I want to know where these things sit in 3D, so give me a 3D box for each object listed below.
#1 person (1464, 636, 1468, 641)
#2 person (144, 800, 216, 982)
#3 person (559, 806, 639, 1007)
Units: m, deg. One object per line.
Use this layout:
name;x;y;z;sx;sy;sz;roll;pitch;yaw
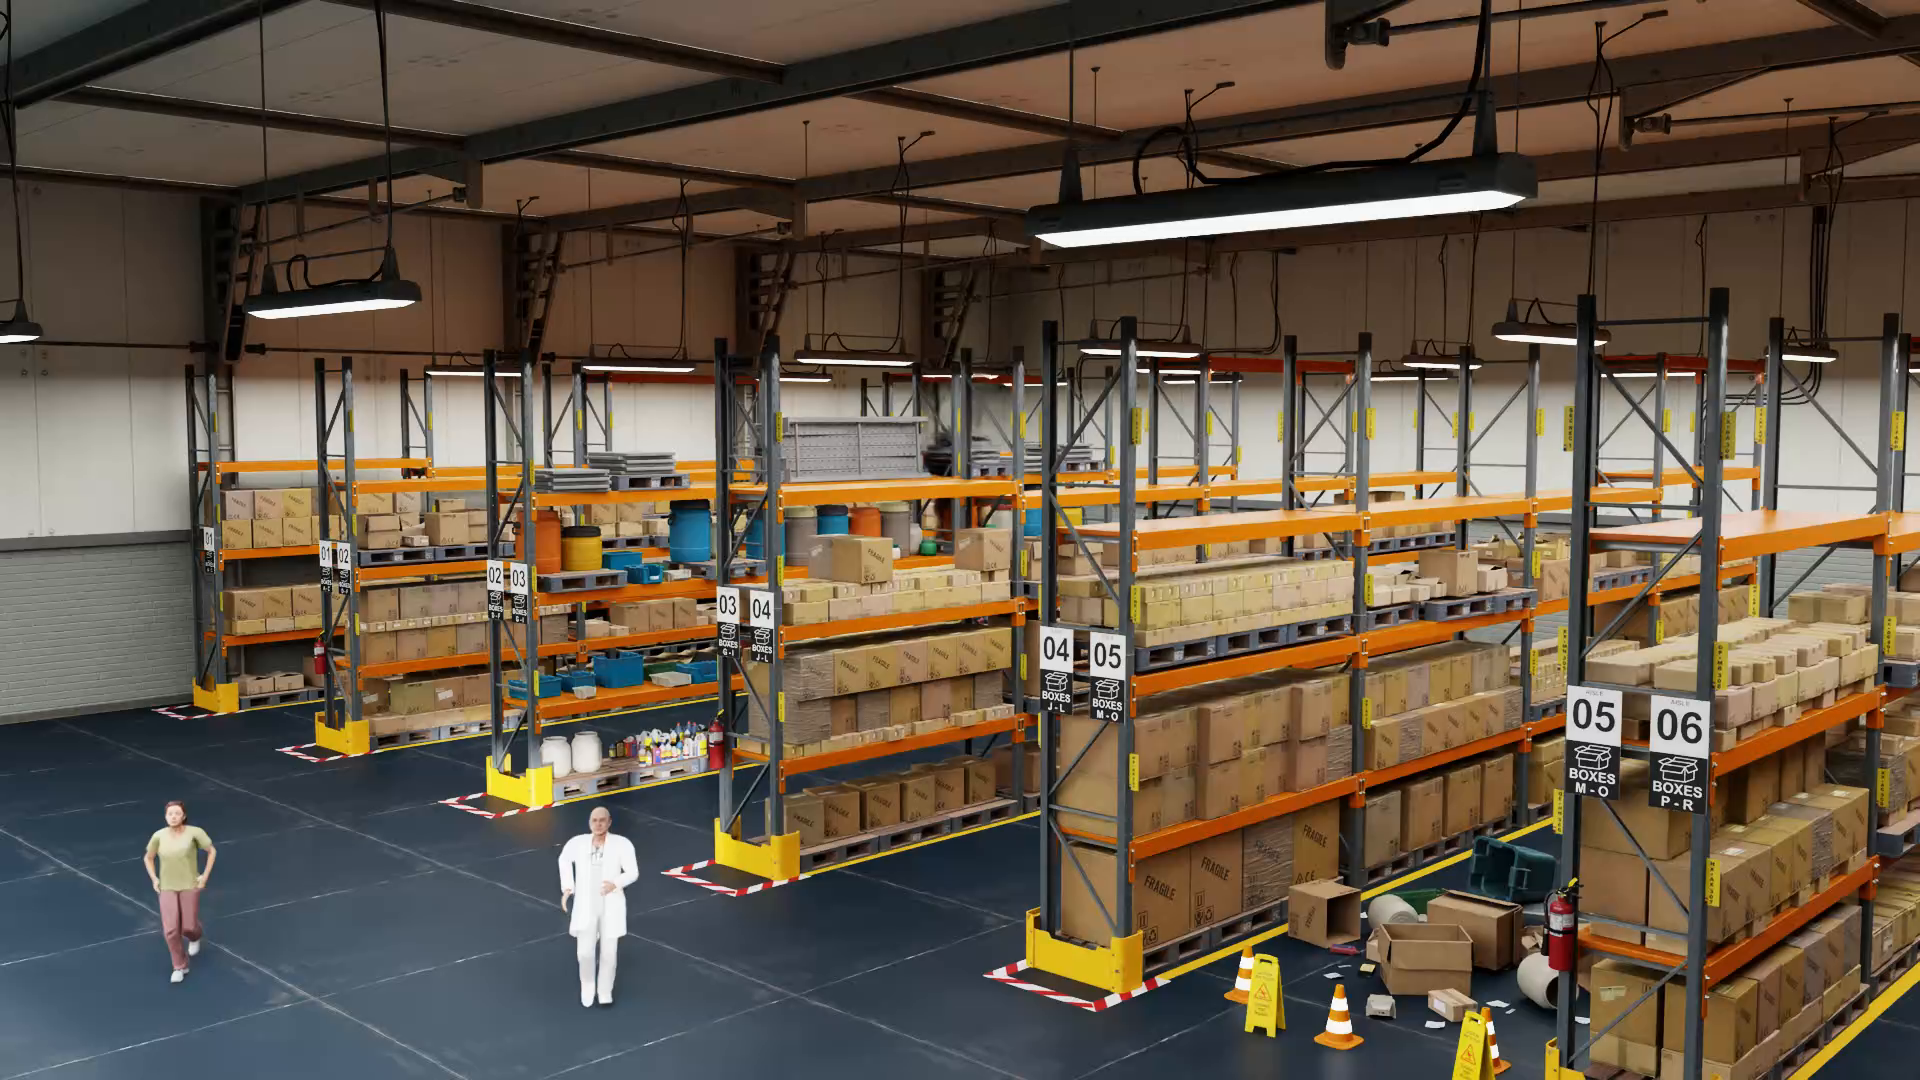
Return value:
person;8.179;2.321;27.118;0.538;1.569;0.665;3;5;34
person;-7.177;3.183;15.321;0.605;1.633;0.642;-1;5;-17
person;-3.123;3.180;14.356;0.694;1.742;0.700;-1;4;-9
